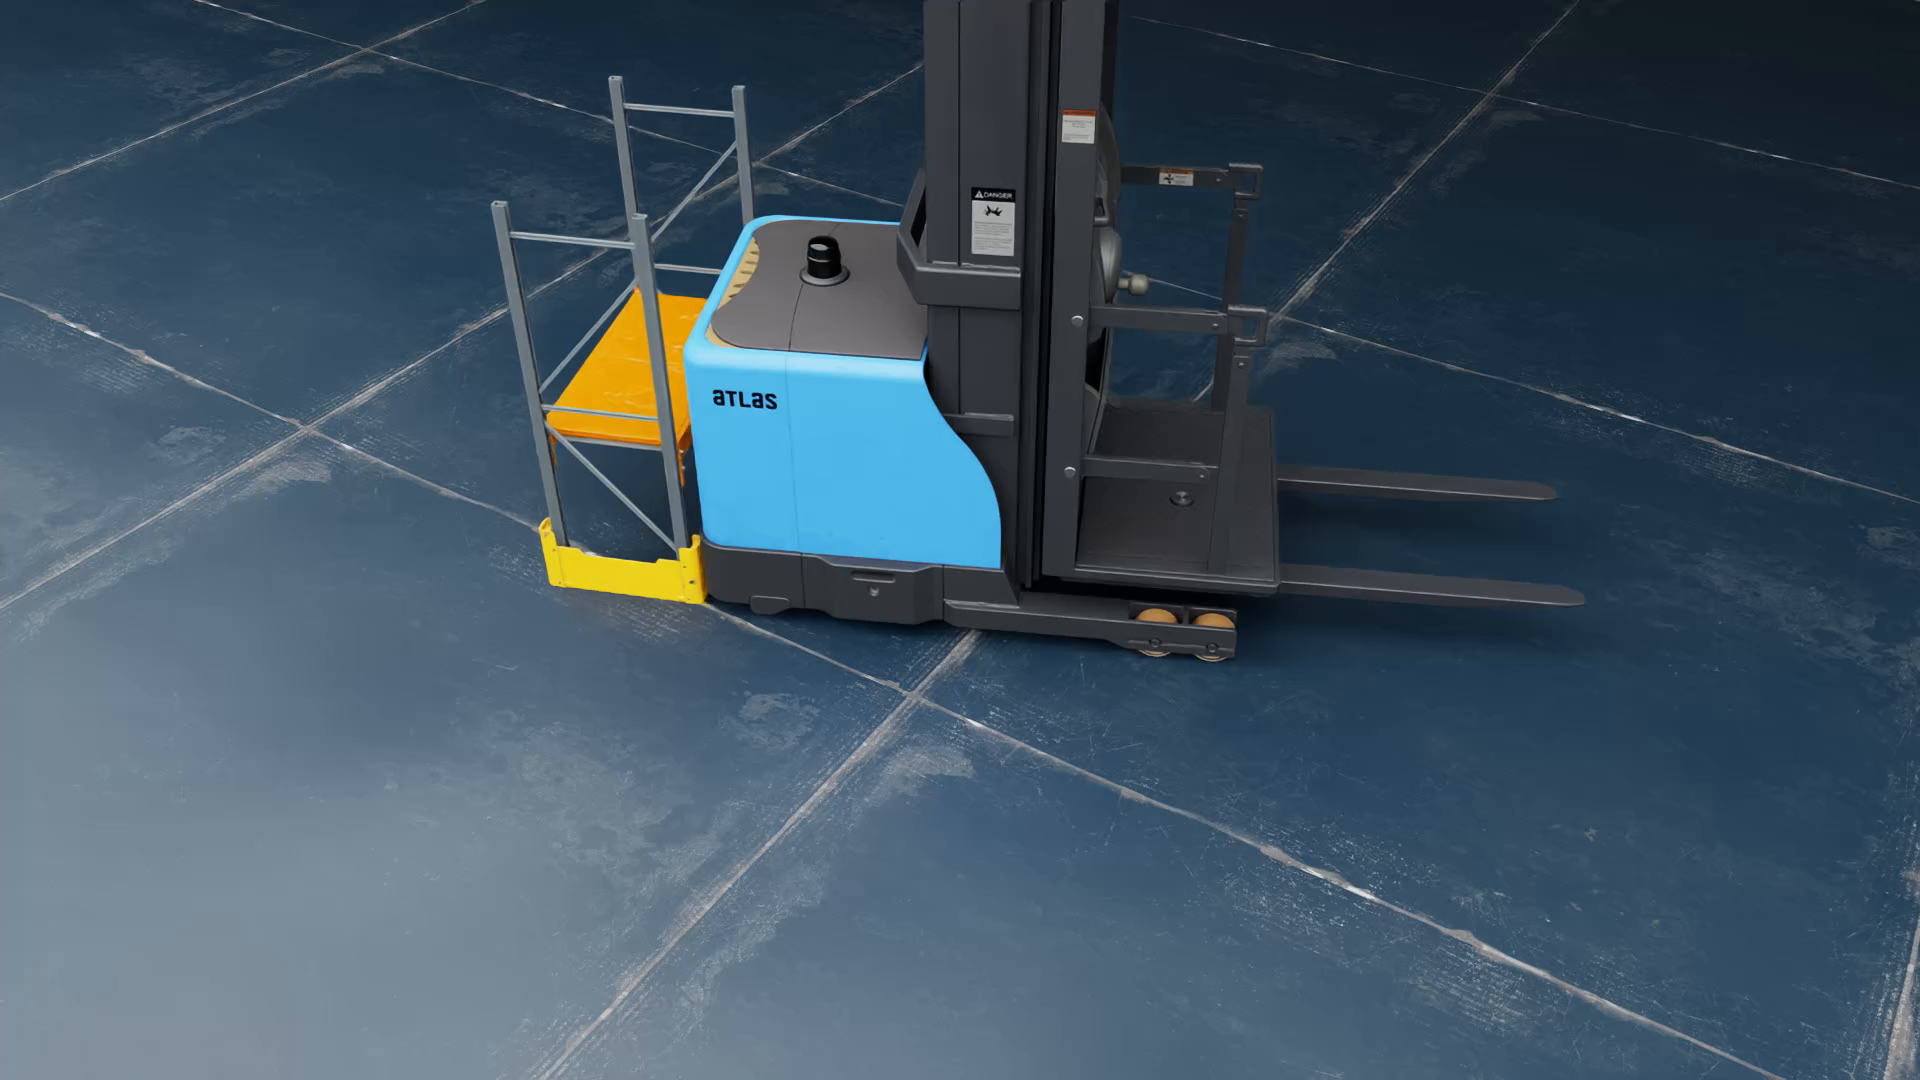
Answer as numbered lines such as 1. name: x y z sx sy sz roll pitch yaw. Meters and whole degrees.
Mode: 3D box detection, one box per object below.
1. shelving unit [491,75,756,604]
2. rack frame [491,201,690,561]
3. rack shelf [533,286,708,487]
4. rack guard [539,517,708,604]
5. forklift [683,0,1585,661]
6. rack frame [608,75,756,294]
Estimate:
1. shelving unit: -1.105 -0.720 5.955 0.587 1.500 1.083 7 38 9
2. rack frame: -1.201 -0.421 5.567 0.500 1.500 0.032 7 38 9
3. rack shelf: -1.103 -0.583 6.072 0.538 0.185 1.000 7 38 9
4. rack guard: -1.201 0.074 5.949 0.587 0.250 0.087 7 38 9
5. forklift: 0.651 -1.091 5.264 3.031 2.935 1.130 5 38 6
6. rack frame: -1.005 -1.030 6.357 0.500 1.500 0.032 7 38 9
